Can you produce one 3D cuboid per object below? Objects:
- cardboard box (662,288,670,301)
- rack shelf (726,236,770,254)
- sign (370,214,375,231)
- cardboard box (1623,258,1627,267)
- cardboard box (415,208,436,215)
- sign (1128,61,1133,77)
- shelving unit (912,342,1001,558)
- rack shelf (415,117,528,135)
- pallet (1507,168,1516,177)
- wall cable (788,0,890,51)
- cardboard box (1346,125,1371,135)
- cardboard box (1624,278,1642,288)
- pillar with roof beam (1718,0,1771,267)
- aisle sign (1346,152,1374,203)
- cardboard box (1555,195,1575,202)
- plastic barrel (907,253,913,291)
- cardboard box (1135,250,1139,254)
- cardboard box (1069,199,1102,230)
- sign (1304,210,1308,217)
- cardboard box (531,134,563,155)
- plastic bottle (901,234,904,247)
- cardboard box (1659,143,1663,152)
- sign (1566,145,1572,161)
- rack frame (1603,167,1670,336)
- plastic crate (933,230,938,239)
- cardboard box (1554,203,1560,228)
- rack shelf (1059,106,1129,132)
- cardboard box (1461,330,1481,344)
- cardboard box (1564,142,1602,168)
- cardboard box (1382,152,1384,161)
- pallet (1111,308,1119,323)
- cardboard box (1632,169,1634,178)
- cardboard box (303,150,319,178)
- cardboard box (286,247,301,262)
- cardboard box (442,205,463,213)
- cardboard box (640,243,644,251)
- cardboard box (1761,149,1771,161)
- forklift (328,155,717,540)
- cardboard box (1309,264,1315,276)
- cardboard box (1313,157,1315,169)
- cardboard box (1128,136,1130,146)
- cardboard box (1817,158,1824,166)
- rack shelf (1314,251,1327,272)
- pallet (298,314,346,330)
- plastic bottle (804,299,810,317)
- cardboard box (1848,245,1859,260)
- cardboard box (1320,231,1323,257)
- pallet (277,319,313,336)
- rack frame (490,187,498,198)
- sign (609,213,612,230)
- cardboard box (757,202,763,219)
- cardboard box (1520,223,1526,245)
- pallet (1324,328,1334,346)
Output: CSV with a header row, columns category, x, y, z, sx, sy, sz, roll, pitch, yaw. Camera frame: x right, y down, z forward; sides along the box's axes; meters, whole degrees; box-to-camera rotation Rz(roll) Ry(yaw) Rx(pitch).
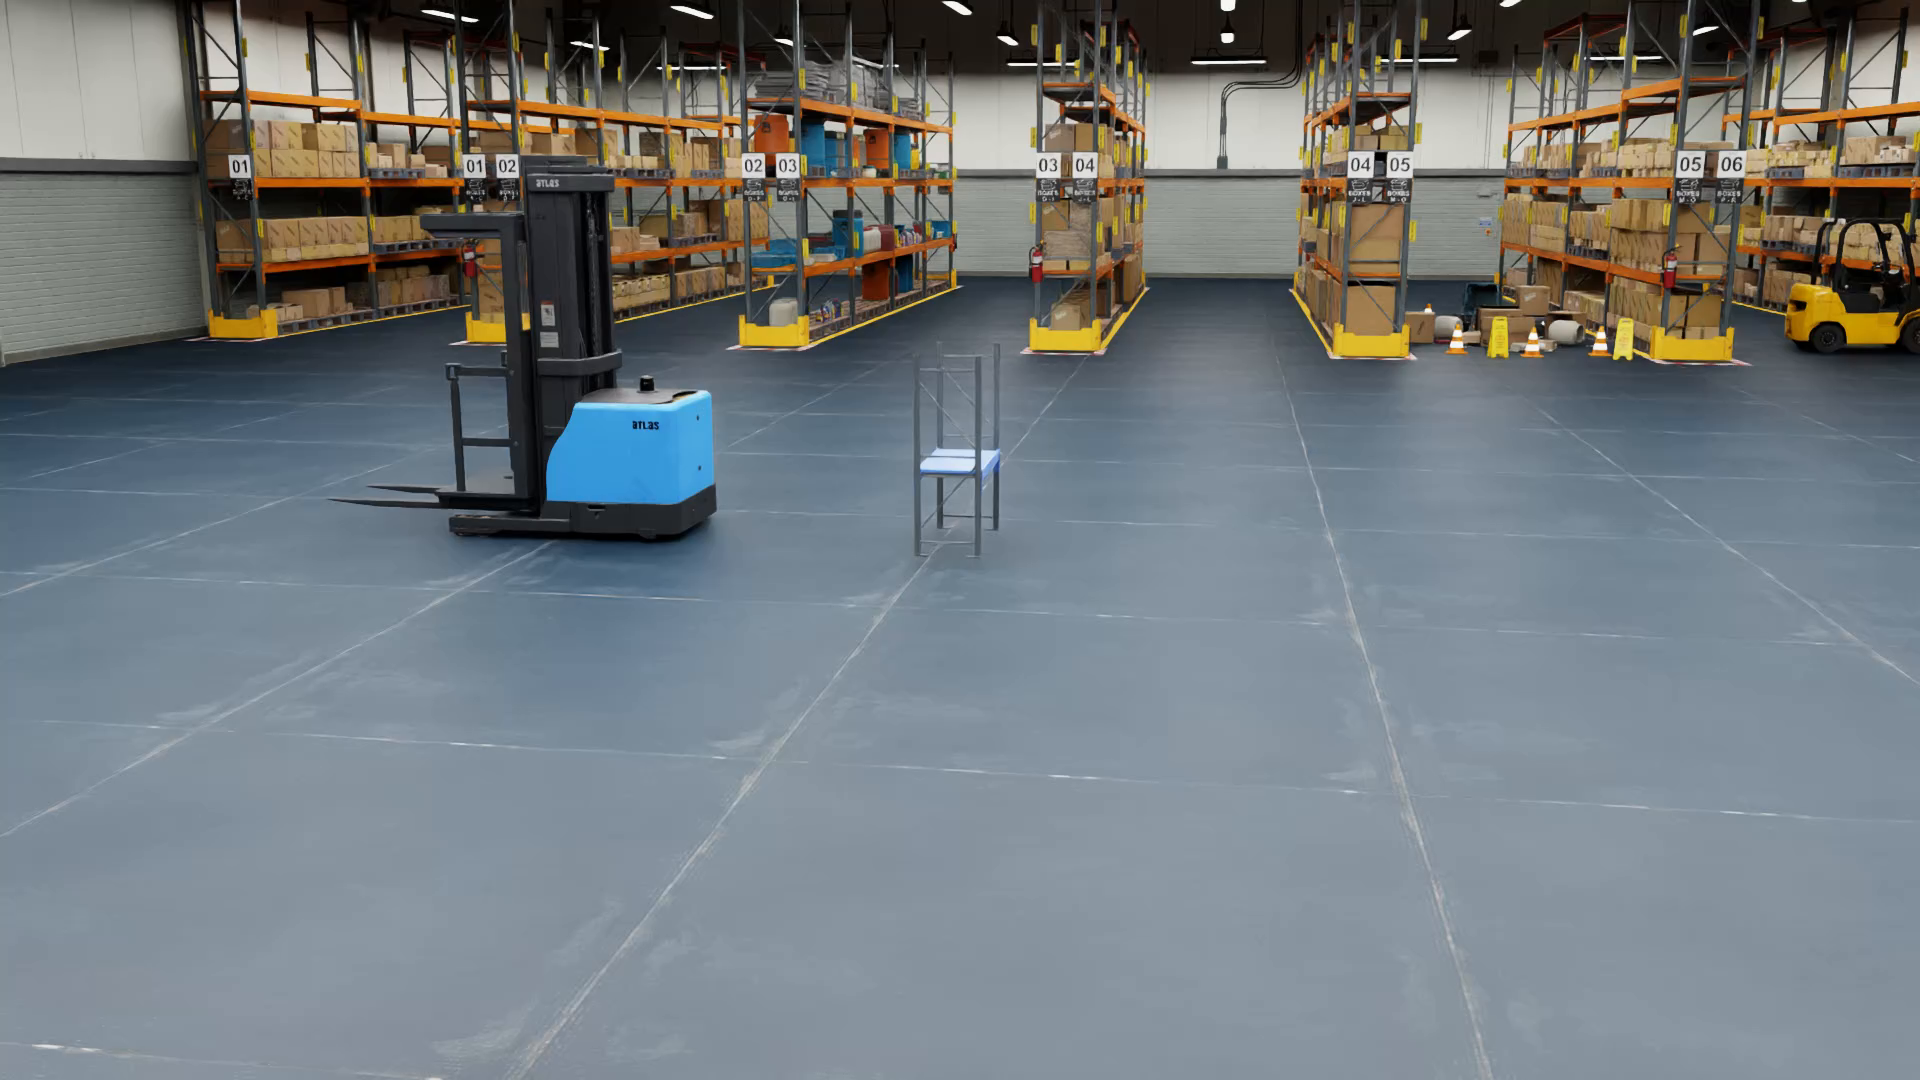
category,x,y,z,sx,sy,sz,roll,pitch,yaw
cardboard box,-6.652,-5.372,36.328,0.500,0.250,0.500,2,12,10
rack shelf,-5.889,-7.525,42.499,1.077,0.370,4.000,2,12,9
sign,-11.785,-6.362,33.340,0.100,0.325,0.005,2,12,9
cardboard box,11.716,-4.813,28.805,0.380,0.149,0.250,2,12,10
cardboard box,-11.766,-7.228,36.593,0.380,0.149,0.250,0,12,-1
sign,3.513,-9.718,34.324,0.100,0.325,0.005,2,12,9
shelving unit,-0.013,-0.715,12.753,0.538,1.500,1.048,2,12,9
rack shelf,-11.400,-9.589,38.786,1.077,0.370,4.000,2,12,9
pallet,13.894,-8.919,40.347,1.003,0.211,1.213,2,12,9
wall cable,-3.523,-15.538,48.317,3.097,2.526,0.112,2,12,9
cardboard box,6.347,-6.528,26.512,0.380,0.149,0.250,2,12,9
cardboard box,11.601,-4.396,28.481,0.380,0.149,0.250,3,12,12
pillar with roof beam,15.955,-11.094,43.113,9.100,9.000,0.548,2,12,9
aisle sign,6.323,-5.725,26.266,0.394,0.787,0.004,2,12,9
cardboard box,13.688,-7.730,37.590,0.380,0.149,0.250,2,12,8
plastic barrel,-1.404,-6.366,39.397,0.600,0.901,0.708,2,12,9
cardboard box,3.910,-6.627,40.673,0.875,0.875,0.875,2,12,9
cardboard box,2.099,-5.429,27.750,0.500,0.500,0.500,2,12,9
sign,7.939,-7.396,38.138,0.100,0.325,0.005,2,12,9
cardboard box,-7.517,-7.088,30.078,0.500,0.500,0.500,2,12,9
plastic bottle,-1.310,-6.728,37.370,0.061,0.283,0.133,2,12,9
cardboard box,11.531,-6.341,26.880,0.380,0.149,0.250,2,12,9
sign,12.221,-7.762,33.357,0.100,0.325,0.005,2,12,9
rack frame,12.153,-5.152,29.781,1.000,3.000,0.127,2,12,9
plastic crate,-0.750,-7.644,41.596,0.416,0.233,0.300,2,12,9
cardboard box,12.660,-6.746,34.564,0.500,0.500,0.500,2,12,10
rack shelf,2.668,-8.275,32.689,1.077,0.370,4.000,2,12,9
cardboard box,8.801,-3.538,28.778,0.396,0.266,0.258,4,13,18
cardboard box,12.677,-7.790,33.660,0.797,0.503,0.637,1,12,5
cardboard box,7.116,-6.276,27.235,0.380,0.149,0.250,2,12,9
pallet,2.664,-4.527,33.499,1.003,0.211,1.213,2,12,9
cardboard box,11.838,-6.331,28.727,0.380,0.149,0.250,2,12,9
cardboard box,-12.384,-7.040,31.134,0.500,0.500,0.500,3,12,12
cardboard box,-12.483,-5.259,30.582,0.500,0.250,0.500,1,12,7
cardboard box,-11.378,-7.450,37.673,0.500,0.250,0.500,2,12,10
cardboard box,-6.953,-6.238,35.414,0.380,0.149,0.250,3,12,13
cardboard box,18.128,-8.553,36.905,0.500,0.250,0.500,2,12,9
forklift,-3.578,-1.562,13.284,3.031,2.935,1.130,2,12,10
cardboard box,7.939,-5.945,36.614,0.500,0.250,0.500,2,12,11
cardboard box,8.133,-8.409,36.986,0.500,0.311,0.500,2,12,8
cardboard box,3.885,-9.687,40.452,0.500,0.250,0.500,1,12,7
cardboard box,17.610,-7.655,33.682,0.380,0.149,0.250,2,12,9
rack shelf,7.554,-5.356,32.435,1.077,0.370,4.000,2,12,9
pallet,-12.576,-4.196,31.963,1.003,0.211,1.213,2,12,9
plastic bottle,-2.925,-4.395,31.509,0.144,0.351,0.185,2,12,9
cardboard box,17.209,-5.455,31.542,0.500,0.250,0.500,1,12,7
cardboard box,7.293,-5.774,32.428,0.500,0.500,0.500,2,12,8
pallet,-12.766,-3.943,30.788,1.003,0.211,1.213,2,12,9
rack frame,-11.092,-7.620,41.232,1.000,3.000,0.127,2,12,9
sign,-6.879,-6.239,32.582,0.100,0.325,0.005,2,12,9
cardboard box,-5.455,-8.624,43.280,0.500,0.500,0.500,2,12,10
cardboard box,13.275,-7.079,38.482,0.500,0.500,0.500,2,12,7
pallet,6.866,-3.518,28.817,1.003,0.211,1.213,2,12,9
